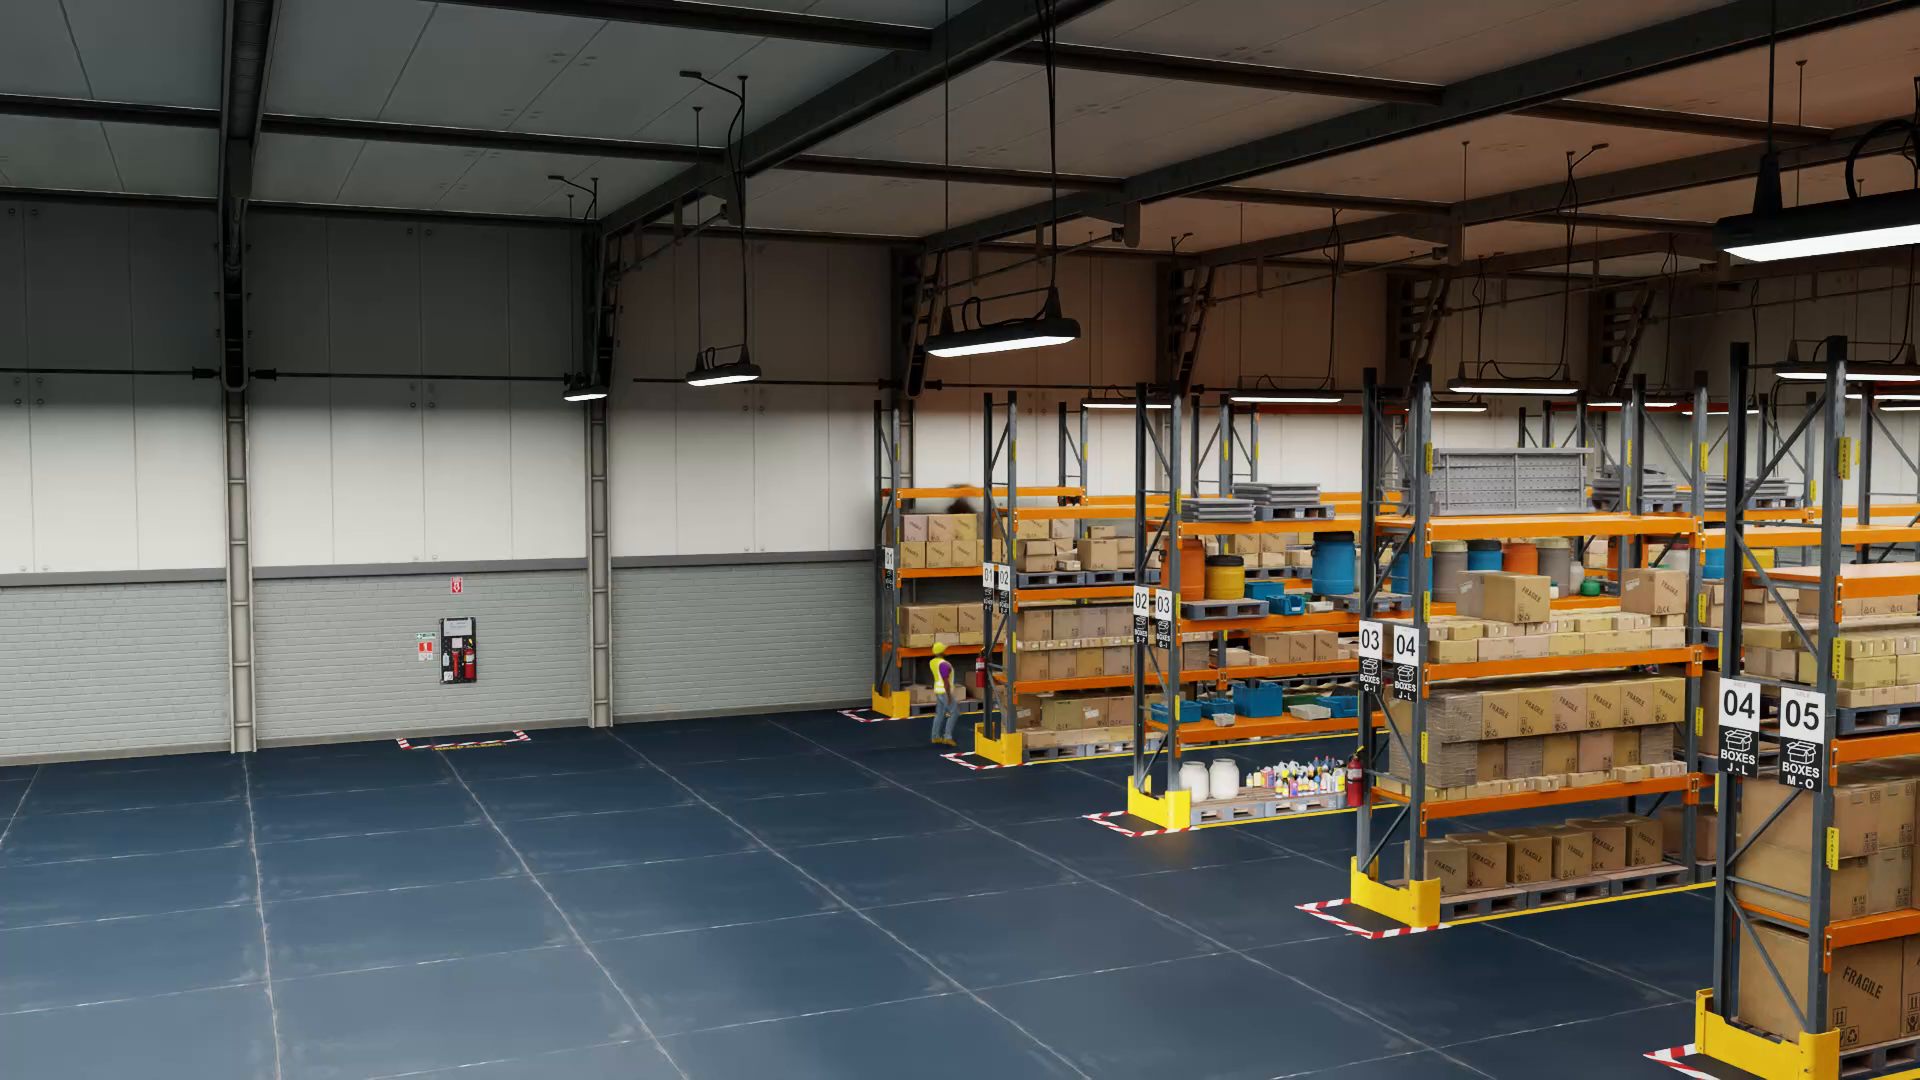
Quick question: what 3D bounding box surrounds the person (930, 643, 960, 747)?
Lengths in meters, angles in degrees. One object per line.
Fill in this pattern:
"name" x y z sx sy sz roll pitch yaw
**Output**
"person" -0.255 2.649 28.461 0.509 1.810 0.640 0 3 0
